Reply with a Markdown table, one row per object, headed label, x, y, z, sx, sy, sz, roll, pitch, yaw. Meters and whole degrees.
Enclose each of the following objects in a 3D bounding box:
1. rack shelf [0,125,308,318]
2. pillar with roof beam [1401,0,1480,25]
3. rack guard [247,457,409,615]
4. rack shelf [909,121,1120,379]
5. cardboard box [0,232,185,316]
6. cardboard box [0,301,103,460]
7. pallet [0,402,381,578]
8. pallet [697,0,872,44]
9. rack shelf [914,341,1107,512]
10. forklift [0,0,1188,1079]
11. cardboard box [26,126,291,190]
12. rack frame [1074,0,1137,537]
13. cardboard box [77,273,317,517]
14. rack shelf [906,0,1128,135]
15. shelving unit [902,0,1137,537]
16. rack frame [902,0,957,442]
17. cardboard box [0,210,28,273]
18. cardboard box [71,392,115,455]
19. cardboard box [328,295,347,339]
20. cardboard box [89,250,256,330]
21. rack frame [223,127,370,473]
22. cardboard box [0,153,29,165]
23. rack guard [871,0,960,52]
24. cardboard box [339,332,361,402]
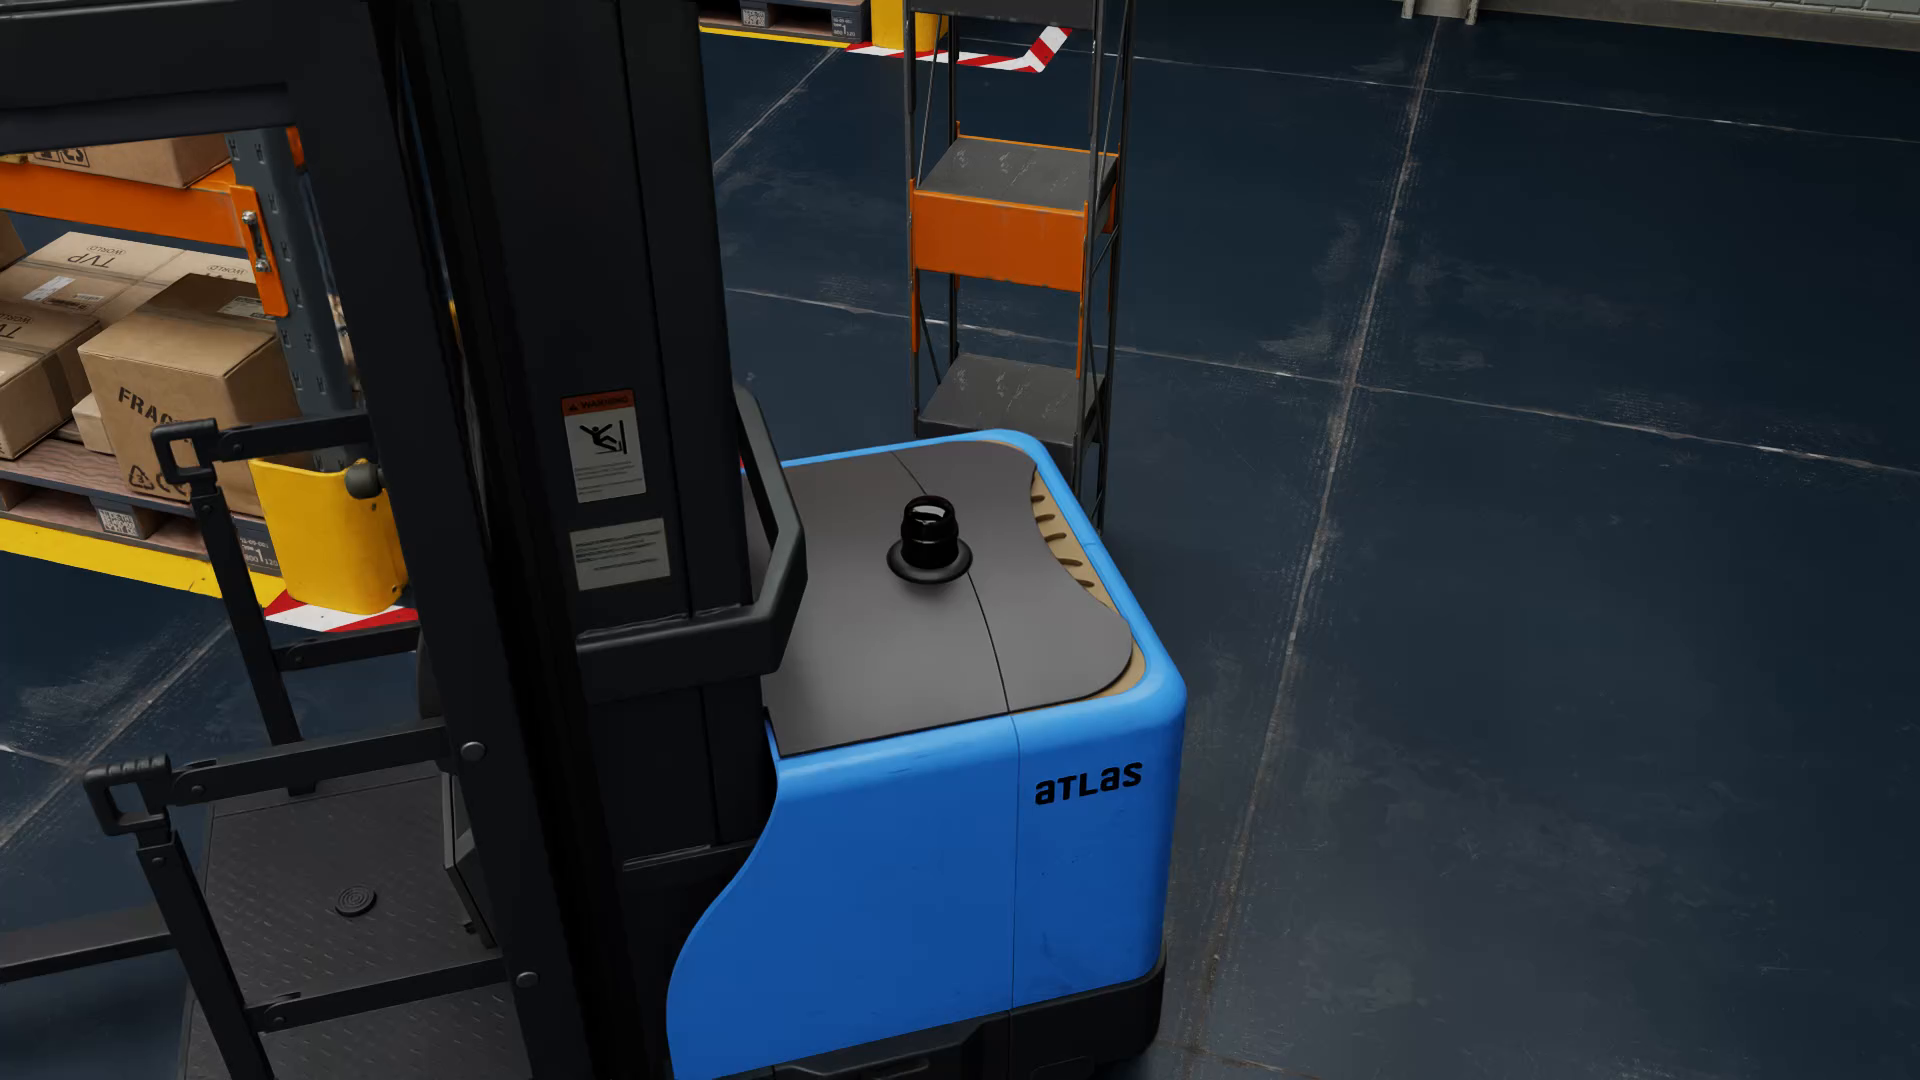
| label | x | y | z | sx | sy | sz | roll | pitch | yaw |
| --- | --- | --- | --- | --- | --- | --- | --- | --- | --- |
| rack shelf | -3.551 | -1.385 | 5.209 | 4.000 | 0.370 | 1.077 | 10 | 38 | 14 |
| pillar with roof beam | 1.382 | -4.118 | 3.253 | 0.400 | 9.000 | 9.100 | 10 | 38 | 14 |
| rack guard | -1.715 | -0.328 | 5.274 | 0.348 | 0.500 | 1.175 | 10 | 38 | 14 |
| rack shelf | 0.158 | -0.805 | 4.596 | 0.480 | 0.518 | 0.431 | 10 | 38 | 14 |
| cardboard box | -3.031 | -0.825 | 5.789 | 0.500 | 0.250 | 0.500 | 10 | 38 | 14 |
| cardboard box | -3.133 | -0.533 | 5.392 | 0.500 | 0.250 | 0.500 | 10 | 38 | 14 |
| pallet | -2.476 | -0.352 | 5.551 | 1.213 | 0.211 | 1.003 | 10 | 38 | 14 |
| pallet | -0.955 | -3.099 | 9.283 | 1.213 | 0.211 | 1.003 | 10 | 38 | 14 |
| rack shelf | 0.158 | -0.242 | 5.011 | 0.480 | 0.518 | 0.431 | 10 | 38 | 14 |
| forklift | -1.134 | -0.072 | 2.875 | 3.031 | 2.935 | 1.130 | -10 | 37 | -13 |
| cardboard box | -2.151 | -1.287 | 4.384 | 0.500 | 0.500 | 0.500 | 12 | 38 | 15 |
| rack frame | 0.391 | -0.773 | 4.529 | 0.015 | 2.100 | 0.400 | 10 | 38 | 14 |
| cardboard box | -2.235 | -0.449 | 5.067 | 0.500 | 0.500 | 0.500 | 10 | 38 | 14 |
| rack shelf | 0.158 | -1.369 | 4.181 | 0.480 | 0.518 | 0.431 | 10 | 38 | 14 |
| shelving unit | 0.158 | -0.816 | 4.588 | 0.503 | 2.100 | 0.431 | 10 | 38 | 14 |
| rack frame | -0.075 | -0.860 | 4.646 | 0.015 | 2.100 | 0.400 | 10 | 38 | 14 |
| cardboard box | -3.666 | -0.871 | 5.638 | 0.637 | 0.503 | 0.797 | 10 | 38 | 14 |
| cardboard box | -2.595 | -0.437 | 5.332 | 0.250 | 0.166 | 0.380 | 10 | 38 | 14 |
| cardboard box | -2.178 | -0.670 | 5.649 | 0.250 | 0.166 | 0.380 | 10 | 38 | 14 |
| cardboard box | -2.554 | -0.736 | 5.668 | 0.500 | 0.250 | 0.500 | 10 | 38 | 14 |
| rack frame | -1.642 | -1.322 | 4.515 | 0.127 | 3.000 | 1.000 | 10 | 38 | 14 |
| cardboard box | -2.647 | -1.377 | 4.506 | 0.500 | 0.500 | 0.500 | 11 | 38 | 14 |
| rack guard | -0.146 | -3.114 | 9.059 | 0.348 | 0.500 | 1.175 | 10 | 38 | 14 |
| cardboard box | -1.940 | -0.619 | 5.595 | 0.250 | 0.149 | 0.380 | 10 | 38 | 14 |
